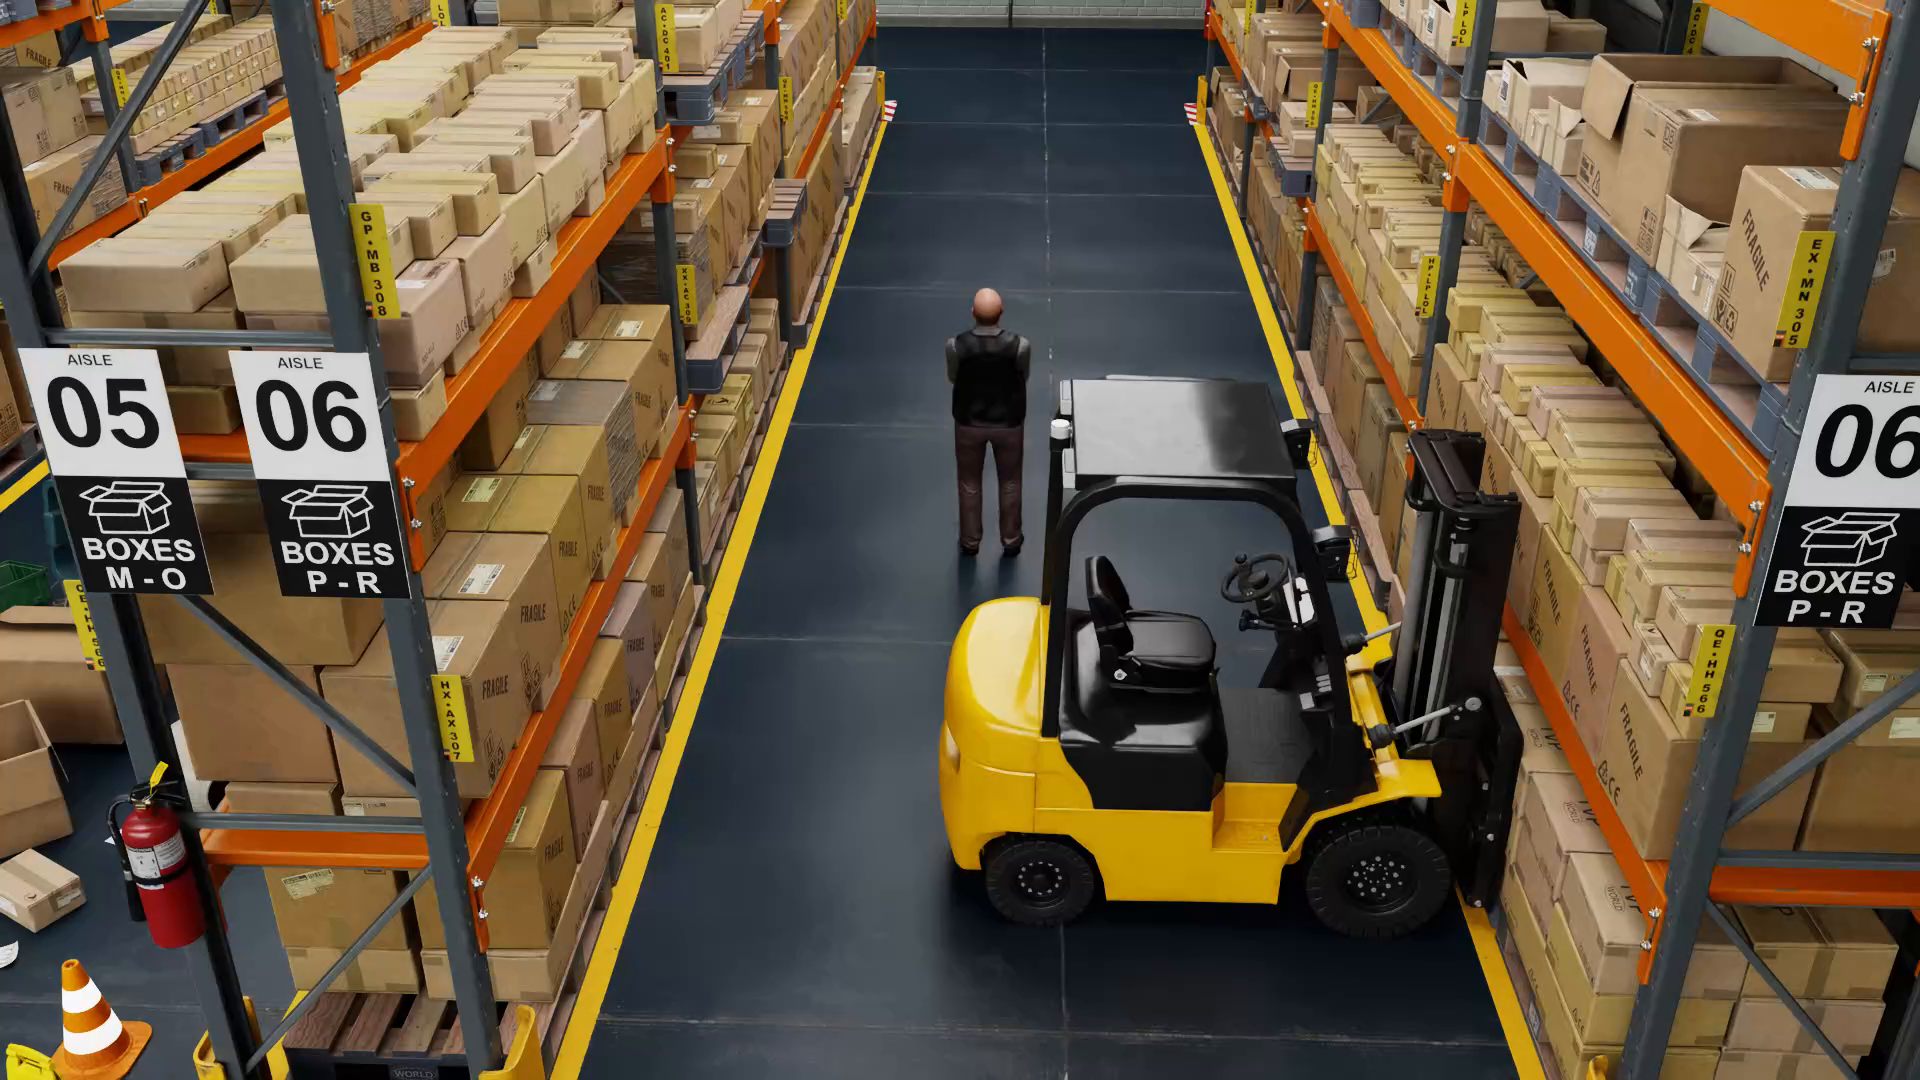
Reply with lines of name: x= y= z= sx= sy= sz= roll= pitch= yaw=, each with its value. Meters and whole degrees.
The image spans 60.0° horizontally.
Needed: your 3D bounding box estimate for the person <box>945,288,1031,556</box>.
person: x=0.168 y=-0.740 z=10.051 sx=0.501 sy=1.722 sz=0.548 roll=1 pitch=28 yaw=2
